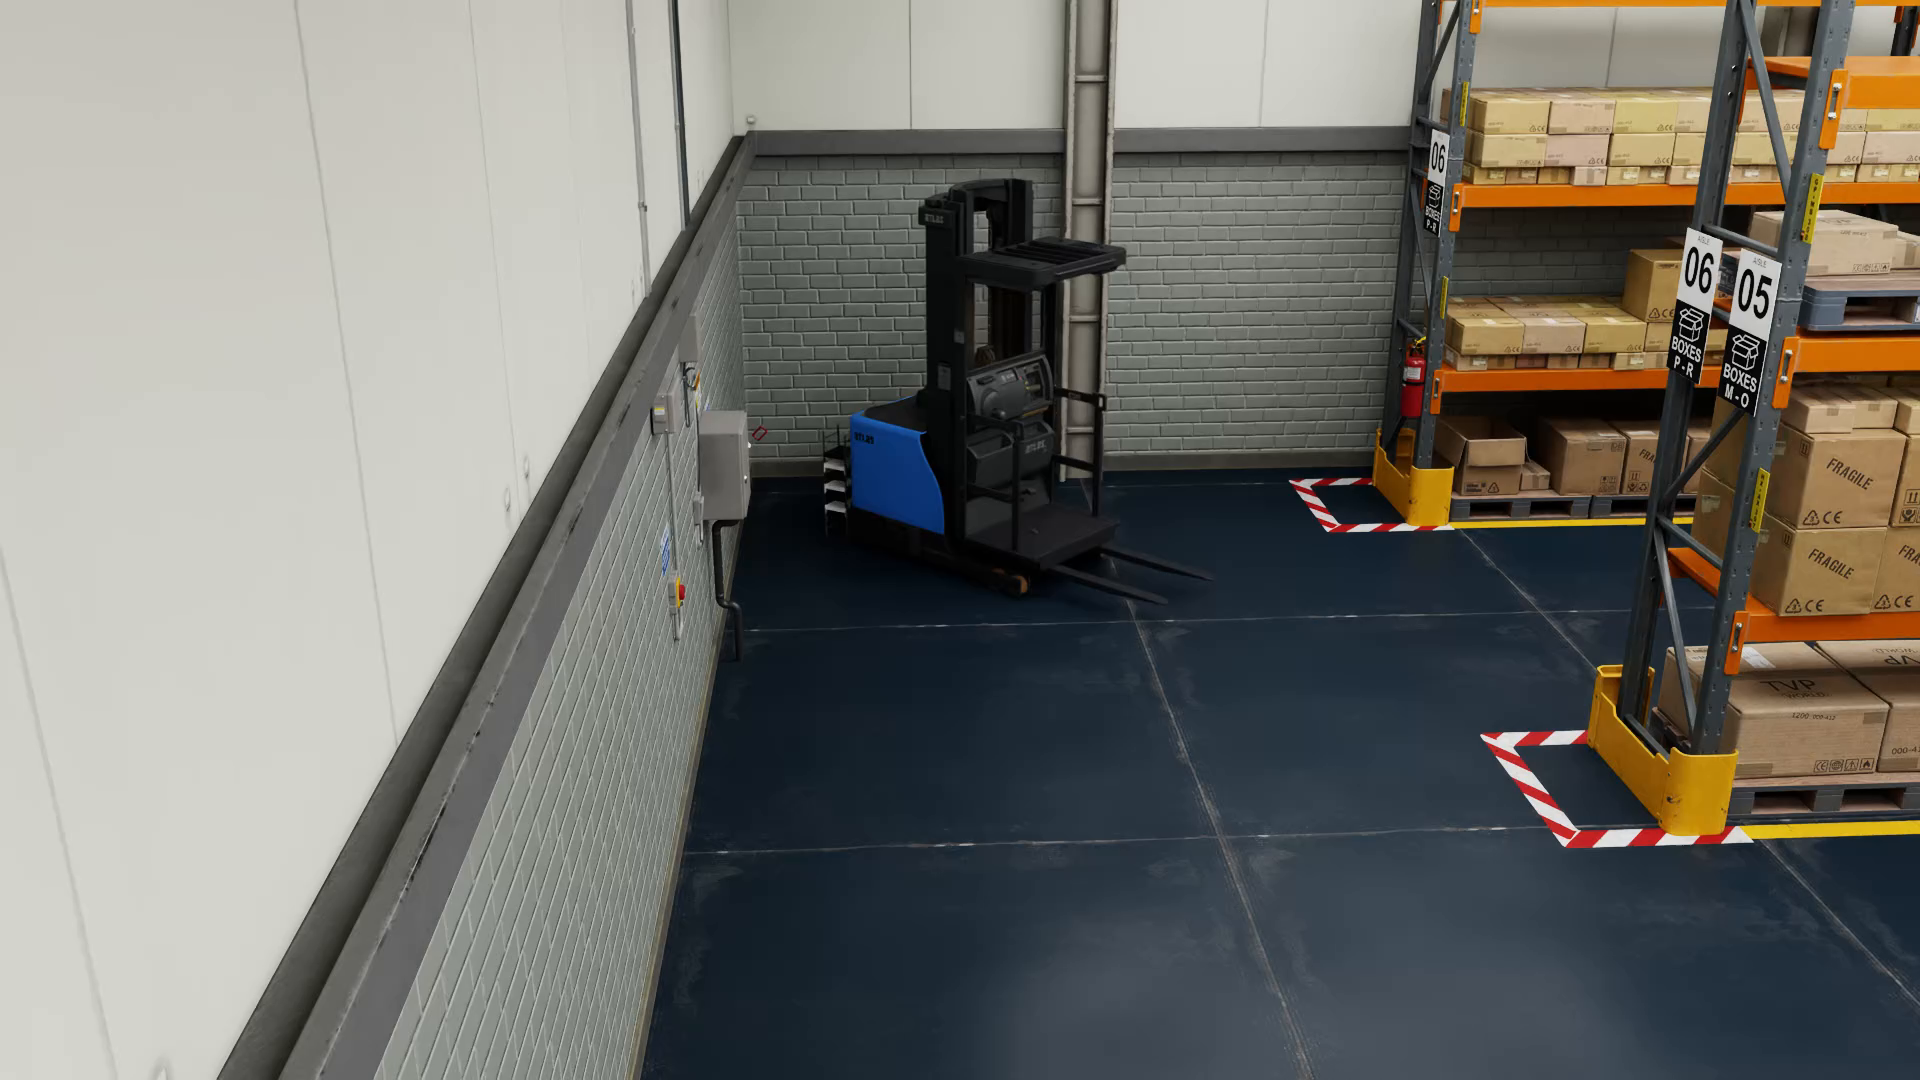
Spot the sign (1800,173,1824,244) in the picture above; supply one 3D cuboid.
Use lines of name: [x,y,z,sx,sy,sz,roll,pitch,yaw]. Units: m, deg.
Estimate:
sign: [4.139,-1.610,8.078,0.005,0.325,0.100,-1,21,-3]

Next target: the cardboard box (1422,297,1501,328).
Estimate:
cardboard box: [4.271,-1.895,14.177,0.500,0.250,0.500,-1,21,-1]

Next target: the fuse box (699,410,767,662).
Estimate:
fuse box: [-1.489,0.016,11.174,0.414,1.711,0.539,-1,21,-3]

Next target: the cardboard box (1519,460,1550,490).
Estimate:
cardboard box: [4.869,-0.560,14.294,0.250,0.149,0.380,-2,21,-5]

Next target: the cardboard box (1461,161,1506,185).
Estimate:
cardboard box: [4.158,-2.931,13.242,0.250,0.149,0.380,-1,21,-2]

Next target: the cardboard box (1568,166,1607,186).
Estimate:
cardboard box: [4.930,-2.914,13.195,0.250,0.149,0.380,-1,21,-2]

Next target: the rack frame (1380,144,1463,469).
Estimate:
rack frame: [3.827,-1.723,13.931,0.127,3.000,1.000,-1,21,-3]

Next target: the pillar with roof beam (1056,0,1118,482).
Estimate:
pillar with roof beam: [1.329,-3.263,9.544,0.400,9.000,9.100,-1,21,-3]

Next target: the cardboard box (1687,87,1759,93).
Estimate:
cardboard box: [6.286,-3.573,13.665,0.500,0.250,0.500,-1,21,-4]

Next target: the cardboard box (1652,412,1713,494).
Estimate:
cardboard box: [6.335,-0.754,14.310,0.500,0.500,0.700,-2,21,-5]

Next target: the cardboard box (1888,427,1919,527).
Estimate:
cardboard box: [5.125,-0.395,8.898,0.500,0.500,0.500,-2,21,-5]

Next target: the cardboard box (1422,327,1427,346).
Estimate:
cardboard box: [4.142,-1.708,14.243,0.250,0.149,0.380,-1,21,-4]

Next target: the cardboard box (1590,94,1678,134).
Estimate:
cardboard box: [5.294,-3.366,13.120,0.500,0.250,0.500,-1,21,-4]

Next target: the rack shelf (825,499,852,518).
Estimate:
rack shelf: [-0.959,-0.273,13.674,0.200,0.077,0.258,11,24,27]

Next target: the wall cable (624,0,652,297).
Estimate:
wall cable: [-1.549,-2.548,7.666,0.029,3.000,0.463,-1,21,-3]

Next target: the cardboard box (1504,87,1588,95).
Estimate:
cardboard box: [4.774,-3.546,13.593,0.500,0.250,0.500,-2,21,-5]

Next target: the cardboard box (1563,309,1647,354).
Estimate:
cardboard box: [5.304,-1.727,13.734,0.500,0.250,0.500,-2,21,-4]

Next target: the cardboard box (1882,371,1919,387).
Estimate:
cardboard box: [5.219,-0.895,9.298,0.250,0.149,0.380,-1,21,-2]

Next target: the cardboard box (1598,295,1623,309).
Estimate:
cardboard box: [5.802,-1.924,14.253,0.500,0.250,0.500,-1,21,-3]

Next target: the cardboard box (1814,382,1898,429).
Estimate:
cardboard box: [4.742,-0.716,8.829,0.250,0.149,0.380,-1,21,-2]

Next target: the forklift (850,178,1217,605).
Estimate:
forklift: [0.545,-1.151,12.525,3.031,2.935,1.130,17,27,38]

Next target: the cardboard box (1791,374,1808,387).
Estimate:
cardboard box: [4.461,-0.855,9.194,0.250,0.149,0.380,-1,21,-2]

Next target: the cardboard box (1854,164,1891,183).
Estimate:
cardboard box: [7.233,-2.973,13.350,0.250,0.149,0.380,-1,21,-3]

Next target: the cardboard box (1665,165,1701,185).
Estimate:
cardboard box: [5.694,-2.928,13.233,0.250,0.149,0.380,-1,21,-3]

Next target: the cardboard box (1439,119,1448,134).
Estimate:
cardboard box: [4.255,-3.299,13.648,0.500,0.250,0.500,-2,21,-4]

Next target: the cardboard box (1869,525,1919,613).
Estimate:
cardboard box: [5.113,0.066,9.092,0.500,0.500,0.500,-1,21,-4]

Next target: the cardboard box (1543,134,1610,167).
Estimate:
cardboard box: [4.792,-3.123,13.186,0.500,0.250,0.500,-1,21,-2]

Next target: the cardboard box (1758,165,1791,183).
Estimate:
cardboard box: [6.451,-2.972,13.348,0.250,0.149,0.380,0,21,-1]

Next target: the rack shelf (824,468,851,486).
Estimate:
rack shelf: [-0.959,-0.526,13.577,0.200,0.077,0.258,11,24,27]

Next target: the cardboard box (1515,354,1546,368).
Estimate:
cardboard box: [4.682,-1.554,13.840,0.250,0.149,0.380,-1,21,-4]

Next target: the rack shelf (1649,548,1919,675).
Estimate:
rack shelf: [6.111,0.336,9.534,4.000,0.370,1.077,-1,21,-3]

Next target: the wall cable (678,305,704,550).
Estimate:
wall cable: [-1.607,-0.815,10.119,0.122,1.984,0.588,-1,21,-3]

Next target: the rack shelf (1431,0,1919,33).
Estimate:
rack shelf: [5.823,-4.229,13.098,4.000,0.370,1.077,-1,21,-3]

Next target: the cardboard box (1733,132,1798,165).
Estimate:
cardboard box: [6.322,-3.156,13.271,0.500,0.250,0.500,-1,21,-2]

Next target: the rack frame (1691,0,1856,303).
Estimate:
rack frame: [4.114,-2.763,8.232,0.127,3.000,1.000,-1,21,-3]

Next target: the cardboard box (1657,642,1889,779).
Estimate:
cardboard box: [4.767,0.992,9.809,0.875,0.438,0.875,-2,21,-5]

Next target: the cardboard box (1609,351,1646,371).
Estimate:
cardboard box: [5.460,-1.523,13.759,0.250,0.149,0.380,-2,21,-5]

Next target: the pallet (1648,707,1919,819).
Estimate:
pallet: [4.908,1.299,9.911,1.213,0.211,1.003,-1,21,-3]

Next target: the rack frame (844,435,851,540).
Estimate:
rack frame: [-0.870,-0.455,13.551,0.006,0.900,0.240,11,24,27]

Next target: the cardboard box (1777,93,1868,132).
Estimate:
cardboard box: [6.824,-3.399,13.208,0.500,0.250,0.500,-1,21,-4]

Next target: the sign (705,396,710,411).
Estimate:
sign: [-1.724,-0.713,11.411,0.001,0.494,0.329,-1,21,-3]

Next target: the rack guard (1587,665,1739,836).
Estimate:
rack guard: [4.090,1.209,9.743,0.348,0.500,1.175,-1,21,-3]

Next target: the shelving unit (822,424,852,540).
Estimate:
shelving unit: [-0.959,-0.473,13.598,0.210,0.900,0.258,11,24,27]

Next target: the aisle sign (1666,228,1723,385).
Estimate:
aisle sign: [4.024,-1.283,9.122,0.004,0.787,0.394,-1,21,-3]
